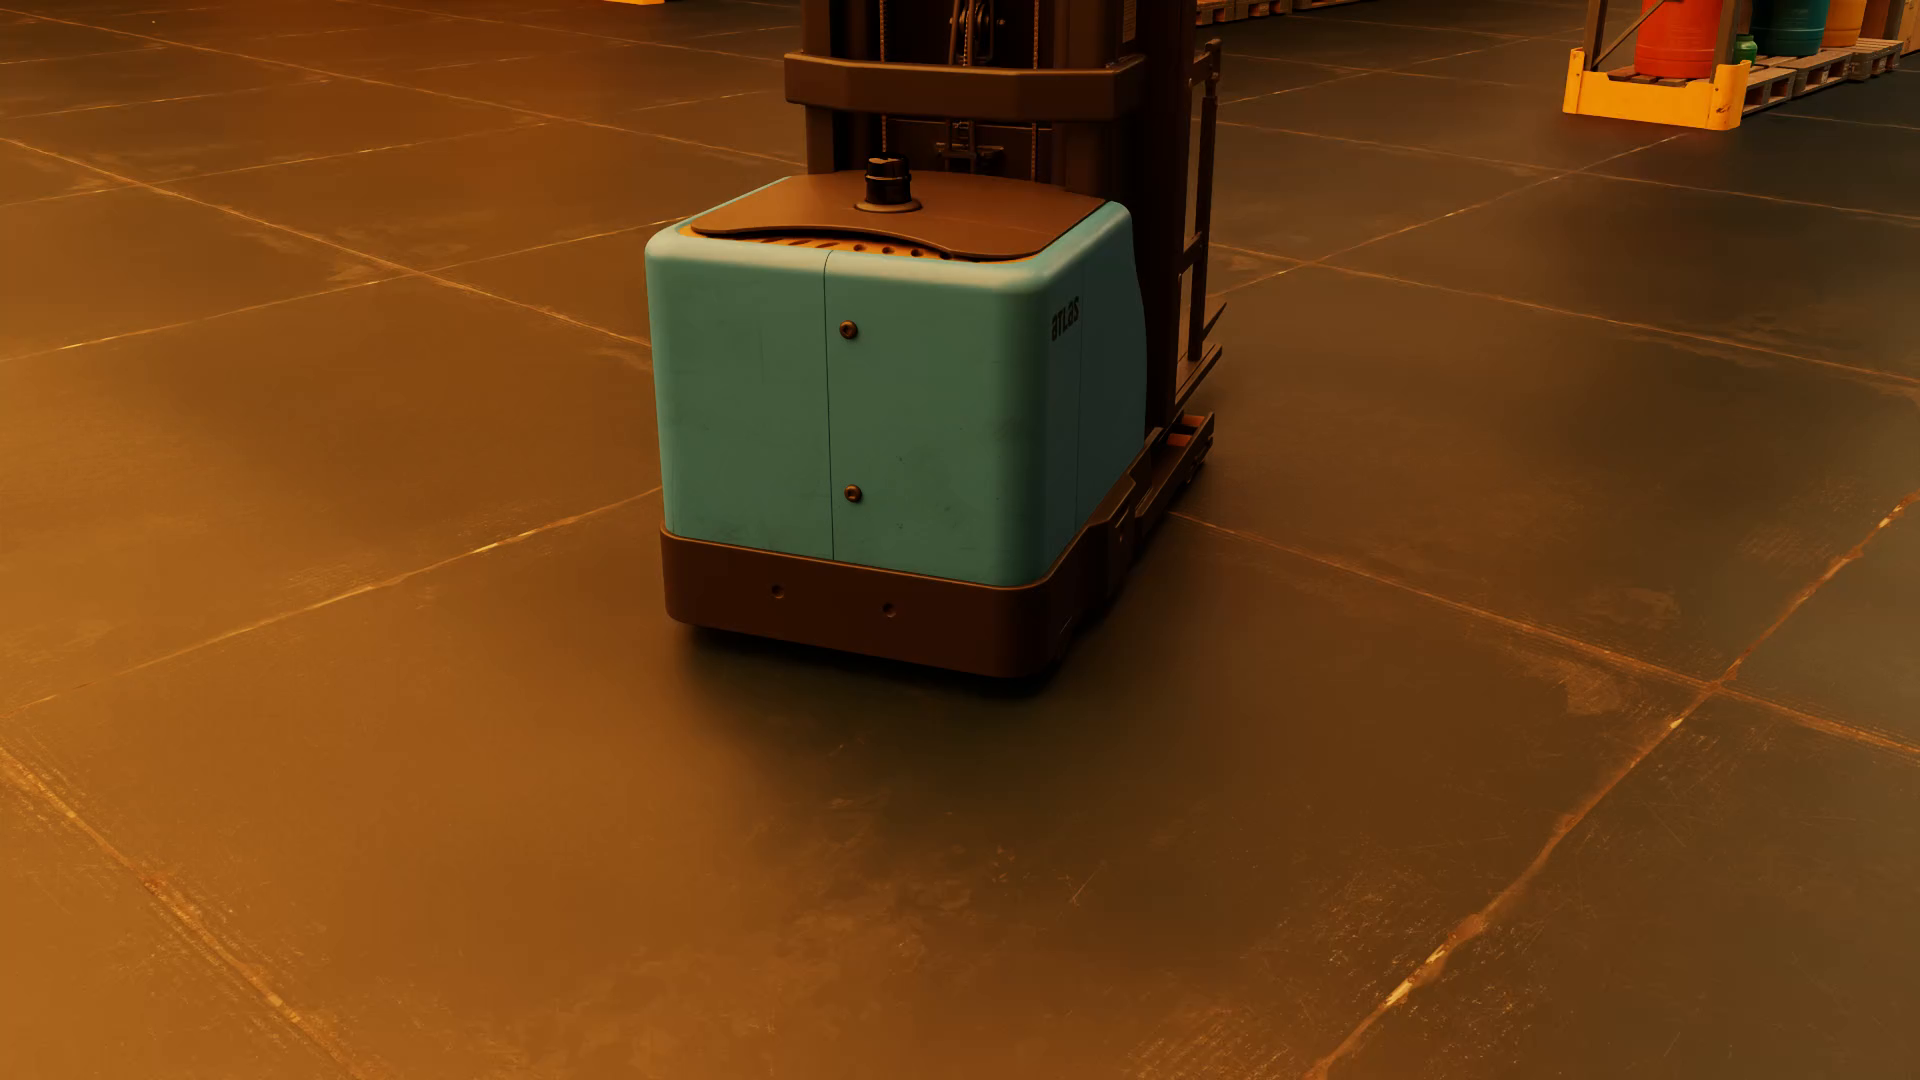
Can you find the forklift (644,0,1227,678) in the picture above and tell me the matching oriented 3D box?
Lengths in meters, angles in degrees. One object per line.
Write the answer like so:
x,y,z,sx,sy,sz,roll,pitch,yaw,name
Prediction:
0.211,-1.572,4.911,1.130,2.935,3.031,8,25,18,forklift
